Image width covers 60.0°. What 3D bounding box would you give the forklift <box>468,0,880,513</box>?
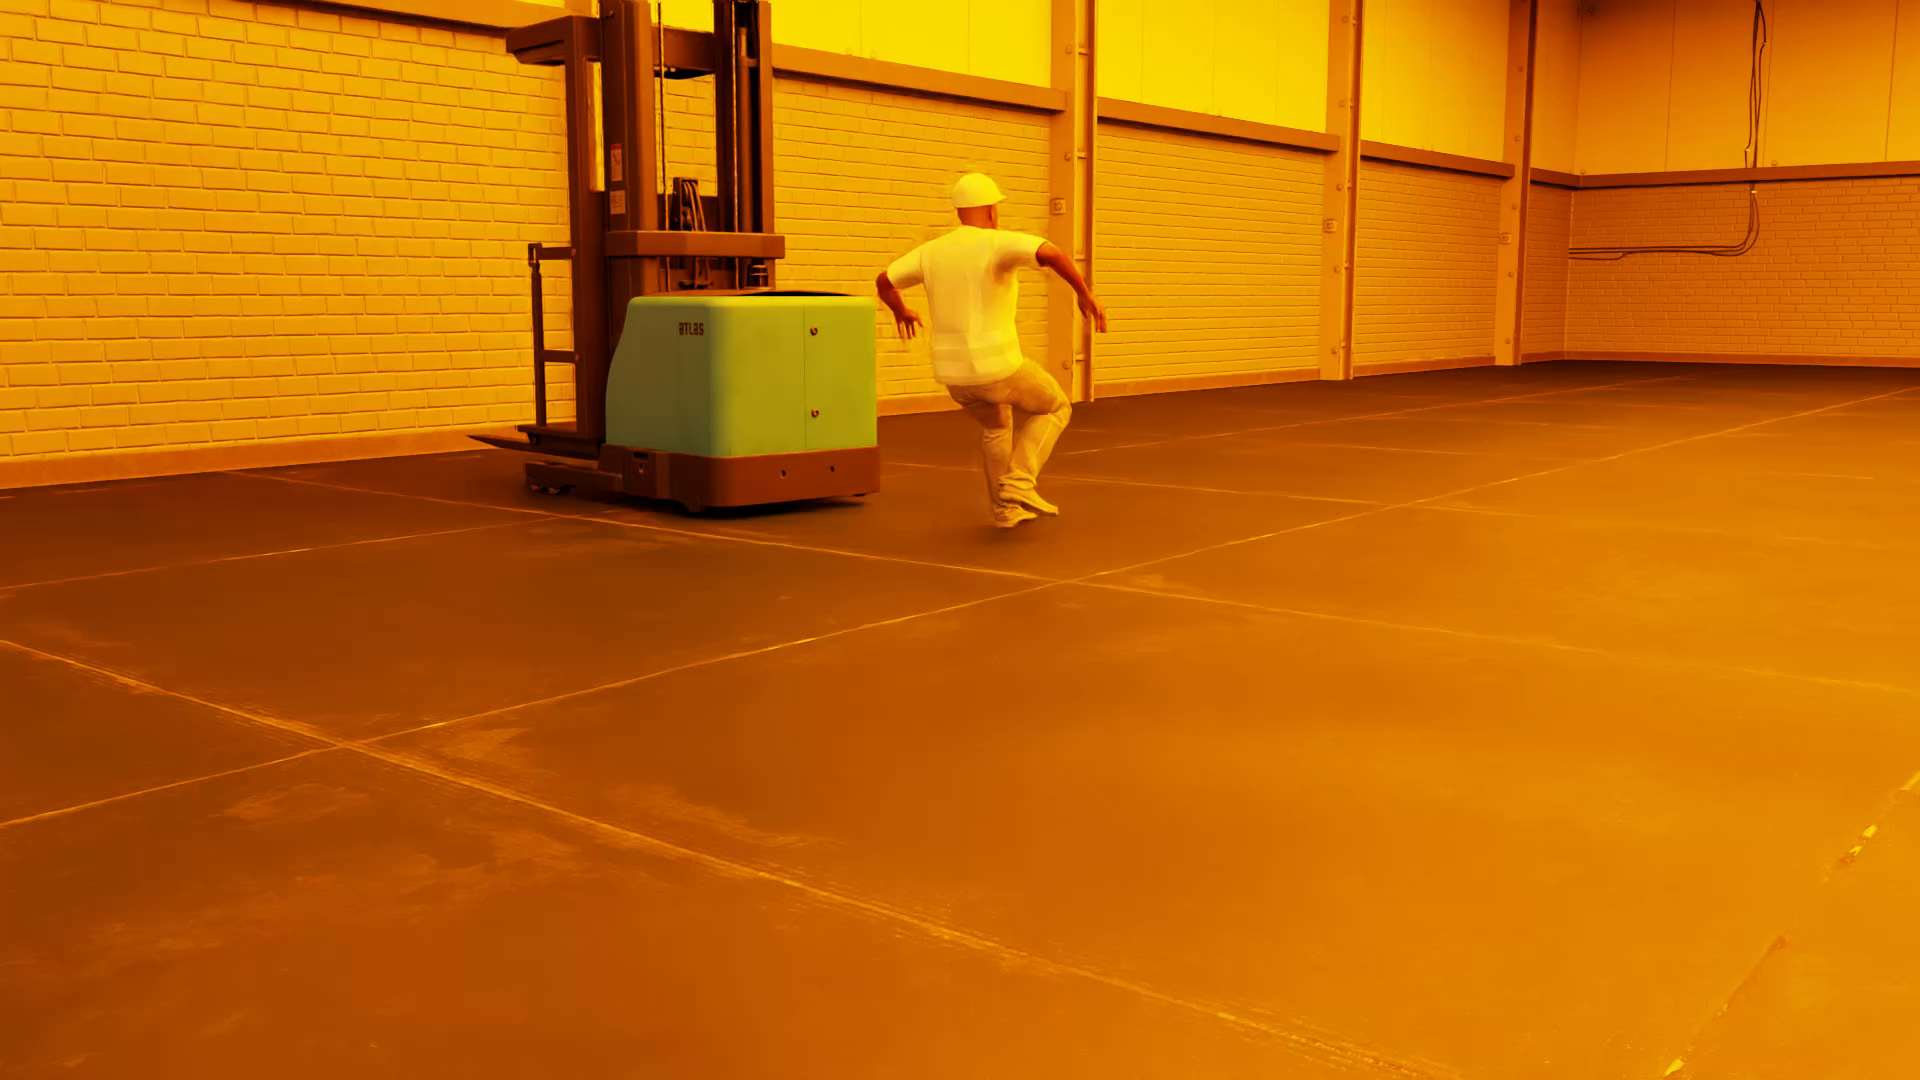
[{"bbox_3d":[-1.776,-1.744,9.200,1.130,2.935,3.031,-7,11,-42],"label":"forklift"}]

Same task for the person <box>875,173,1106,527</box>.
[{"bbox_3d":[0.189,-0.834,7.571,1.170,1.617,0.800,7,11,41],"label":"person"}]
